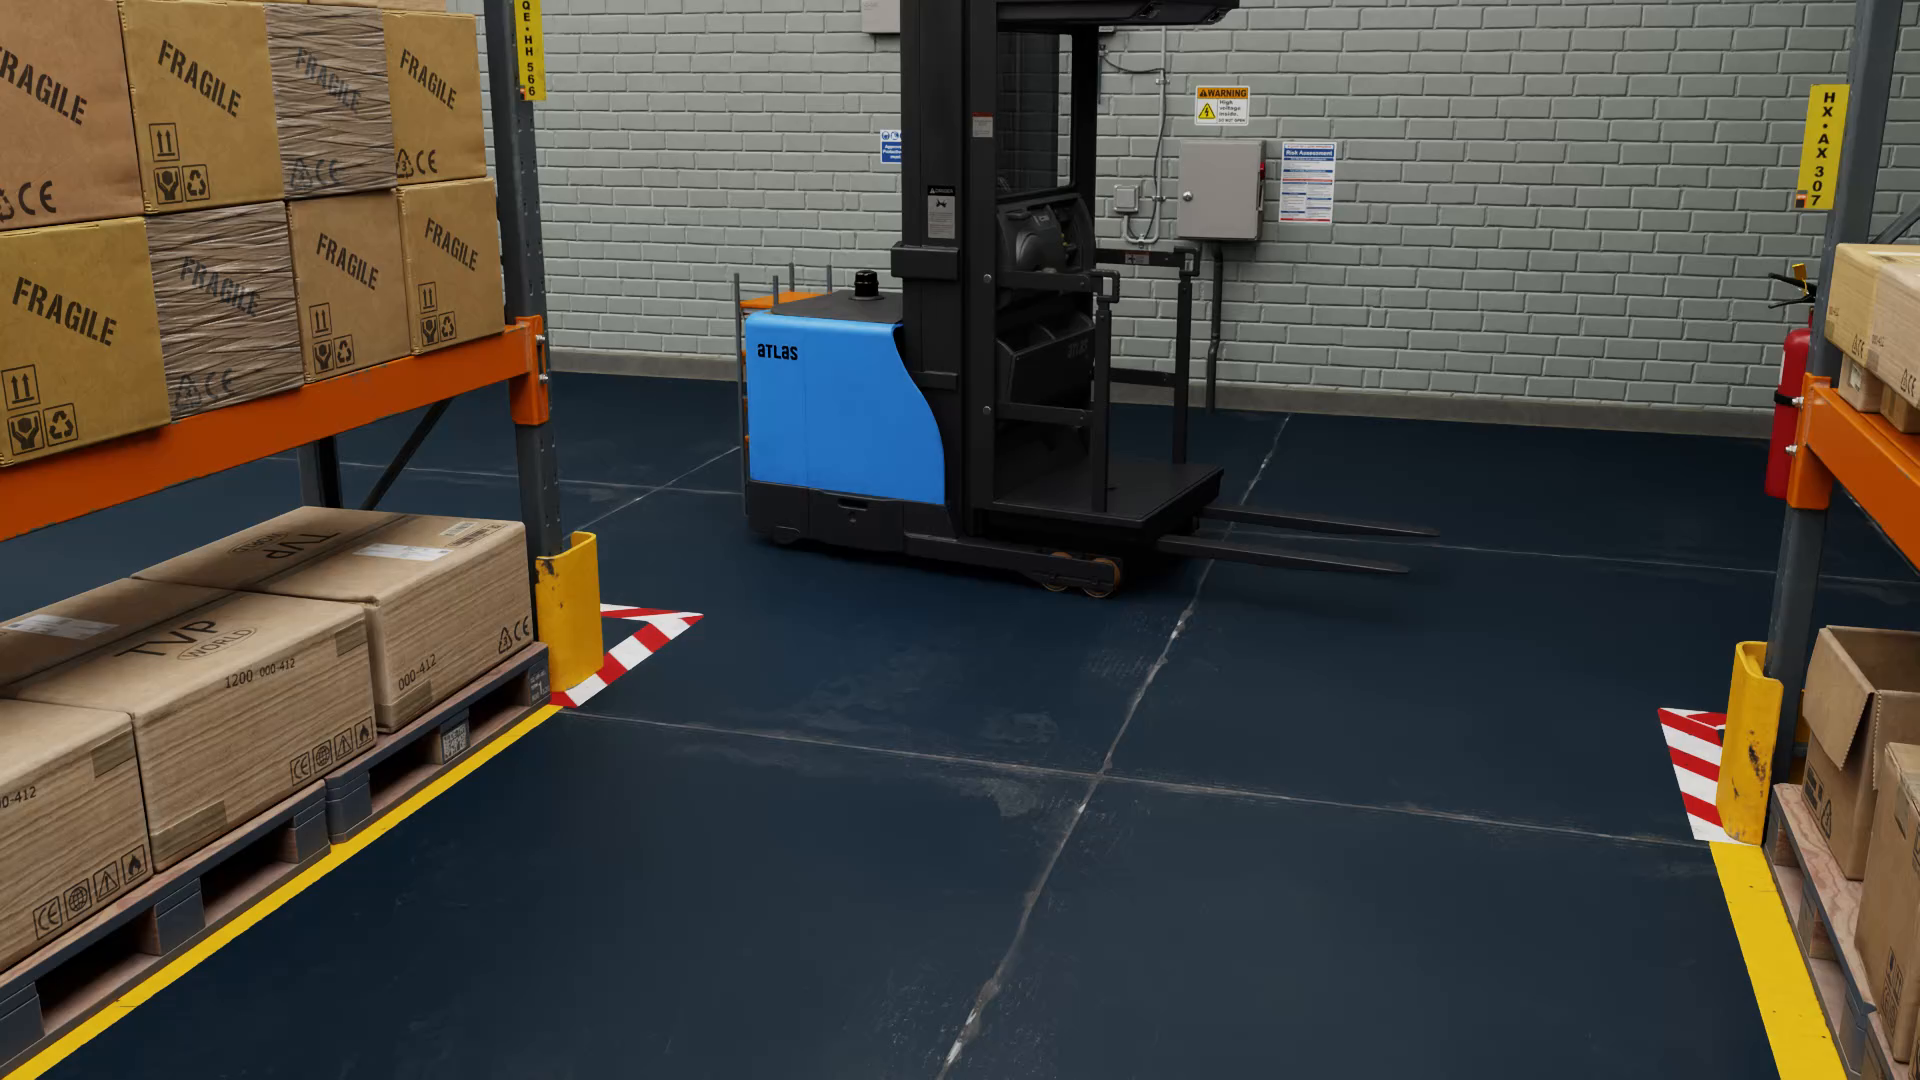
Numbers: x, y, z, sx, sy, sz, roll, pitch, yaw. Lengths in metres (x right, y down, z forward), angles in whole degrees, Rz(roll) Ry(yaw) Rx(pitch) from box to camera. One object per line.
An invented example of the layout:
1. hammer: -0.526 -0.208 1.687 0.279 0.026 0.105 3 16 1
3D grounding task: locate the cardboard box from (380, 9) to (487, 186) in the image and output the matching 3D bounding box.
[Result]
1. cardboard box: -1.832 -1.364 5.125 0.500 0.500 0.500 5 17 18

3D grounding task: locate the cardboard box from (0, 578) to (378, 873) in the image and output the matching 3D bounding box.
1. cardboard box: -2.267 0.472 4.595 0.875 0.438 0.875 5 17 17

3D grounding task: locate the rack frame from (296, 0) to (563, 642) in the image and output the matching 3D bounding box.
1. rack frame: -1.923 -0.979 5.785 1.000 3.000 0.127 5 16 16

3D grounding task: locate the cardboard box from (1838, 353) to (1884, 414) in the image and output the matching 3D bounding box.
1. cardboard box: 2.481 -0.410 4.238 0.380 0.149 0.250 4 16 15

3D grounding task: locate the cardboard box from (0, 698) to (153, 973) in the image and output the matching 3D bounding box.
1. cardboard box: -2.525 0.707 3.764 0.875 0.438 0.875 4 16 14

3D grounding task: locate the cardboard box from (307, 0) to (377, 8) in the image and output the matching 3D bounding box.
1. cardboard box: -1.875 -1.569 4.659 0.380 0.149 0.250 4 16 15

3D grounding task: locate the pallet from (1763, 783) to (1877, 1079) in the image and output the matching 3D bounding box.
1. pallet: 2.590 0.975 4.007 1.003 0.211 1.213 5 16 16

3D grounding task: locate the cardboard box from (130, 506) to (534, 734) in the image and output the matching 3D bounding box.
1. cardboard box: -2.015 0.232 5.442 0.875 0.438 0.875 4 16 14

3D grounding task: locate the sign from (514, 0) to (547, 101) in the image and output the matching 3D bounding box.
1. sign: -1.407 -1.605 5.434 0.100 0.325 0.005 5 16 16

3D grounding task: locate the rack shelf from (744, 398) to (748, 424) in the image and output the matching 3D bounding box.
1. rack shelf: -0.856 -0.675 8.256 0.258 0.148 0.480 8 18 26

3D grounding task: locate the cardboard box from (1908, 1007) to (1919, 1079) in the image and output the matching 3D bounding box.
1. cardboard box: 2.046 0.909 2.939 0.500 0.500 0.500 5 17 17

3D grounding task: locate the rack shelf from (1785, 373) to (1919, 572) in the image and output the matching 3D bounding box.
1. rack shelf: 2.269 0.274 2.685 1.077 0.370 4.000 5 16 16

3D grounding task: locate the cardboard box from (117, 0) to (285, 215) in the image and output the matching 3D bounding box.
1. cardboard box: -2.096 -1.096 4.180 0.500 0.500 0.500 5 16 16

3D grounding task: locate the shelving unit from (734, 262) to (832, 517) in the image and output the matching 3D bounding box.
1. shelving unit: -0.856 -0.740 8.238 0.258 1.200 0.503 8 18 26

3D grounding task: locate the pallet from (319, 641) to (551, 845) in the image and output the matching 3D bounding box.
1. pallet: -2.075 0.577 5.407 1.003 0.211 1.213 5 16 16

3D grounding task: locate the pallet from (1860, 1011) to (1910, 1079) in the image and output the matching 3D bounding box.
1. pallet: 2.241 1.293 2.885 1.003 0.211 1.213 5 16 16

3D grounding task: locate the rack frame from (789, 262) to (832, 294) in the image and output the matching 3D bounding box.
1. rack frame: -0.747 -0.799 8.448 0.240 1.200 0.015 8 18 26

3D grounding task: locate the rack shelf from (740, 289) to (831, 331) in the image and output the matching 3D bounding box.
1. rack shelf: -0.856 -1.118 8.131 0.258 0.148 0.480 8 18 26

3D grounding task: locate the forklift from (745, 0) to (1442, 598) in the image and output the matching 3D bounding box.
1. forklift: 0.563 -1.333 7.157 3.031 2.935 1.130 8 18 26

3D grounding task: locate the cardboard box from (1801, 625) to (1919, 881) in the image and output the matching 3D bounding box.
1. cardboard box: 2.572 0.556 4.177 0.797 0.503 0.637 4 16 14

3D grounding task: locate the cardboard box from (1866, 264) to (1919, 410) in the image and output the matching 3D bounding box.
1. cardboard box: 2.307 -0.437 3.602 0.500 0.250 0.500 5 17 16

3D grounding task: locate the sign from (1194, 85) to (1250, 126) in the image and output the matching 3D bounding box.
1. sign: 1.635 -2.711 10.377 0.339 0.242 0.001 5 16 16

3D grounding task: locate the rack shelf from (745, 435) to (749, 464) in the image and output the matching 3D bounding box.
1. rack shelf: -0.856 -0.484 8.310 0.258 0.148 0.480 8 18 26

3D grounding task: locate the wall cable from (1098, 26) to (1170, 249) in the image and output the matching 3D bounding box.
1. wall cable: 1.020 -2.838 10.477 0.588 1.984 0.122 5 16 16

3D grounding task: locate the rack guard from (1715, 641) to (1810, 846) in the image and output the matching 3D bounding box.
1. rack guard: 2.816 0.627 4.703 1.175 0.500 0.348 5 16 16

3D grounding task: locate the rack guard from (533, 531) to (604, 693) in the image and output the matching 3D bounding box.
1. rack guard: -1.916 0.217 6.149 1.175 0.500 0.348 5 16 16

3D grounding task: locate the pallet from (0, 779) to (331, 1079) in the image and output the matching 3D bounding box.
1. pallet: -2.424 0.896 4.285 1.003 0.211 1.213 5 16 16

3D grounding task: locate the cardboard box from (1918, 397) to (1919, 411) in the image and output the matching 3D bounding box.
1. cardboard box: 2.166 -0.304 3.133 0.500 0.250 0.500 4 16 15

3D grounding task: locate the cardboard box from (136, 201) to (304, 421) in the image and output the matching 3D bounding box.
1. cardboard box: -2.100 -0.615 4.318 0.500 0.500 0.500 5 17 17

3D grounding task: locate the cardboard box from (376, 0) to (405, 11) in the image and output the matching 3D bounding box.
1. cardboard box: -1.882 -1.643 4.920 0.380 0.149 0.250 5 17 17

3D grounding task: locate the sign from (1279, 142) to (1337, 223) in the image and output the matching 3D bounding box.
1. sign: 2.162 -2.226 10.353 0.329 0.494 0.001 5 16 16

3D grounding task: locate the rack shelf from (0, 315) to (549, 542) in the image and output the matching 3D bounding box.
1. rack shelf: -2.491 -0.110 4.039 1.077 0.370 4.000 5 16 16

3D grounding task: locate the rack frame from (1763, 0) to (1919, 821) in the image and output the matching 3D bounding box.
1. rack frame: 2.837 -0.595 4.432 1.000 3.000 0.127 5 16 16

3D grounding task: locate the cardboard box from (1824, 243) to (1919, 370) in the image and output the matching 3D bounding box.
1. cardboard box: 2.450 -0.569 4.067 0.500 0.250 0.500 5 17 16

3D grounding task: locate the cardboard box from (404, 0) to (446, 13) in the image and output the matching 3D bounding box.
1. cardboard box: -1.833 -1.711 5.161 0.380 0.149 0.250 5 17 17

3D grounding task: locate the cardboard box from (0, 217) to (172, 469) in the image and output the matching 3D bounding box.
1. cardboard box: -2.234 -0.479 3.839 0.500 0.500 0.500 5 17 18

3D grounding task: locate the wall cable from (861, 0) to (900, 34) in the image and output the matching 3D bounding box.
1. wall cable: -0.343 -2.960 10.850 0.585 1.953 0.123 5 16 16

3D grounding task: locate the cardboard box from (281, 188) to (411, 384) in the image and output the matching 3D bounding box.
1. cardboard box: -1.963 -0.751 4.796 0.500 0.500 0.500 4 16 15

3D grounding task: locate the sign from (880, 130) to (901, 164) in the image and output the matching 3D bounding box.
1. sign: -0.372 -2.606 11.026 0.327 0.218 0.001 5 16 16

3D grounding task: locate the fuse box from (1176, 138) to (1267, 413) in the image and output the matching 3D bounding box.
1. fuse box: 1.630 -1.636 10.460 0.539 1.711 0.414 5 16 16

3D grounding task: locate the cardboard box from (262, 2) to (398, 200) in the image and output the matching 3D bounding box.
1. cardboard box: -1.952 -1.225 4.635 0.500 0.500 0.500 5 16 16

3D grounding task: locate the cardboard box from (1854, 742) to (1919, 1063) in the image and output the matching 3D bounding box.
1. cardboard box: 2.292 0.778 3.399 0.700 0.500 0.500 5 17 18

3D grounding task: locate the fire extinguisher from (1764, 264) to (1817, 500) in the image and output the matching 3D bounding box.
1. fire extinguisher: 2.436 -0.453 4.755 0.296 0.674 0.183 5 16 16

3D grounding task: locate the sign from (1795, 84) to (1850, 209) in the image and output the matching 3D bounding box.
1. sign: 2.317 -1.054 4.462 0.100 0.325 0.005 5 16 16

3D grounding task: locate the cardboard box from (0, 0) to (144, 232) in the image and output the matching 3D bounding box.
1. cardboard box: -2.240 -0.964 3.717 0.500 0.500 0.500 5 16 15

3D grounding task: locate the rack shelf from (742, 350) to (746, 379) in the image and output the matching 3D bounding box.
1. rack shelf: -0.856 -0.890 8.195 0.258 0.148 0.480 8 18 26

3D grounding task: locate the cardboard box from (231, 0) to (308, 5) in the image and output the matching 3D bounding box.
1. cardboard box: -1.986 -1.506 4.438 0.380 0.149 0.250 5 17 17

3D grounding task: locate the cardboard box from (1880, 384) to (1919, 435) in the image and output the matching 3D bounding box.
1. cardboard box: 2.453 -0.340 3.991 0.380 0.149 0.250 5 17 17

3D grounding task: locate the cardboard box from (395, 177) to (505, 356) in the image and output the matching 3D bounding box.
1. cardboard box: -1.806 -0.881 5.254 0.500 0.500 0.500 5 17 16

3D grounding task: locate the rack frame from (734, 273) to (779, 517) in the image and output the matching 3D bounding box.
1. rack frame: -0.966 -0.680 8.028 0.240 1.200 0.015 8 18 26
